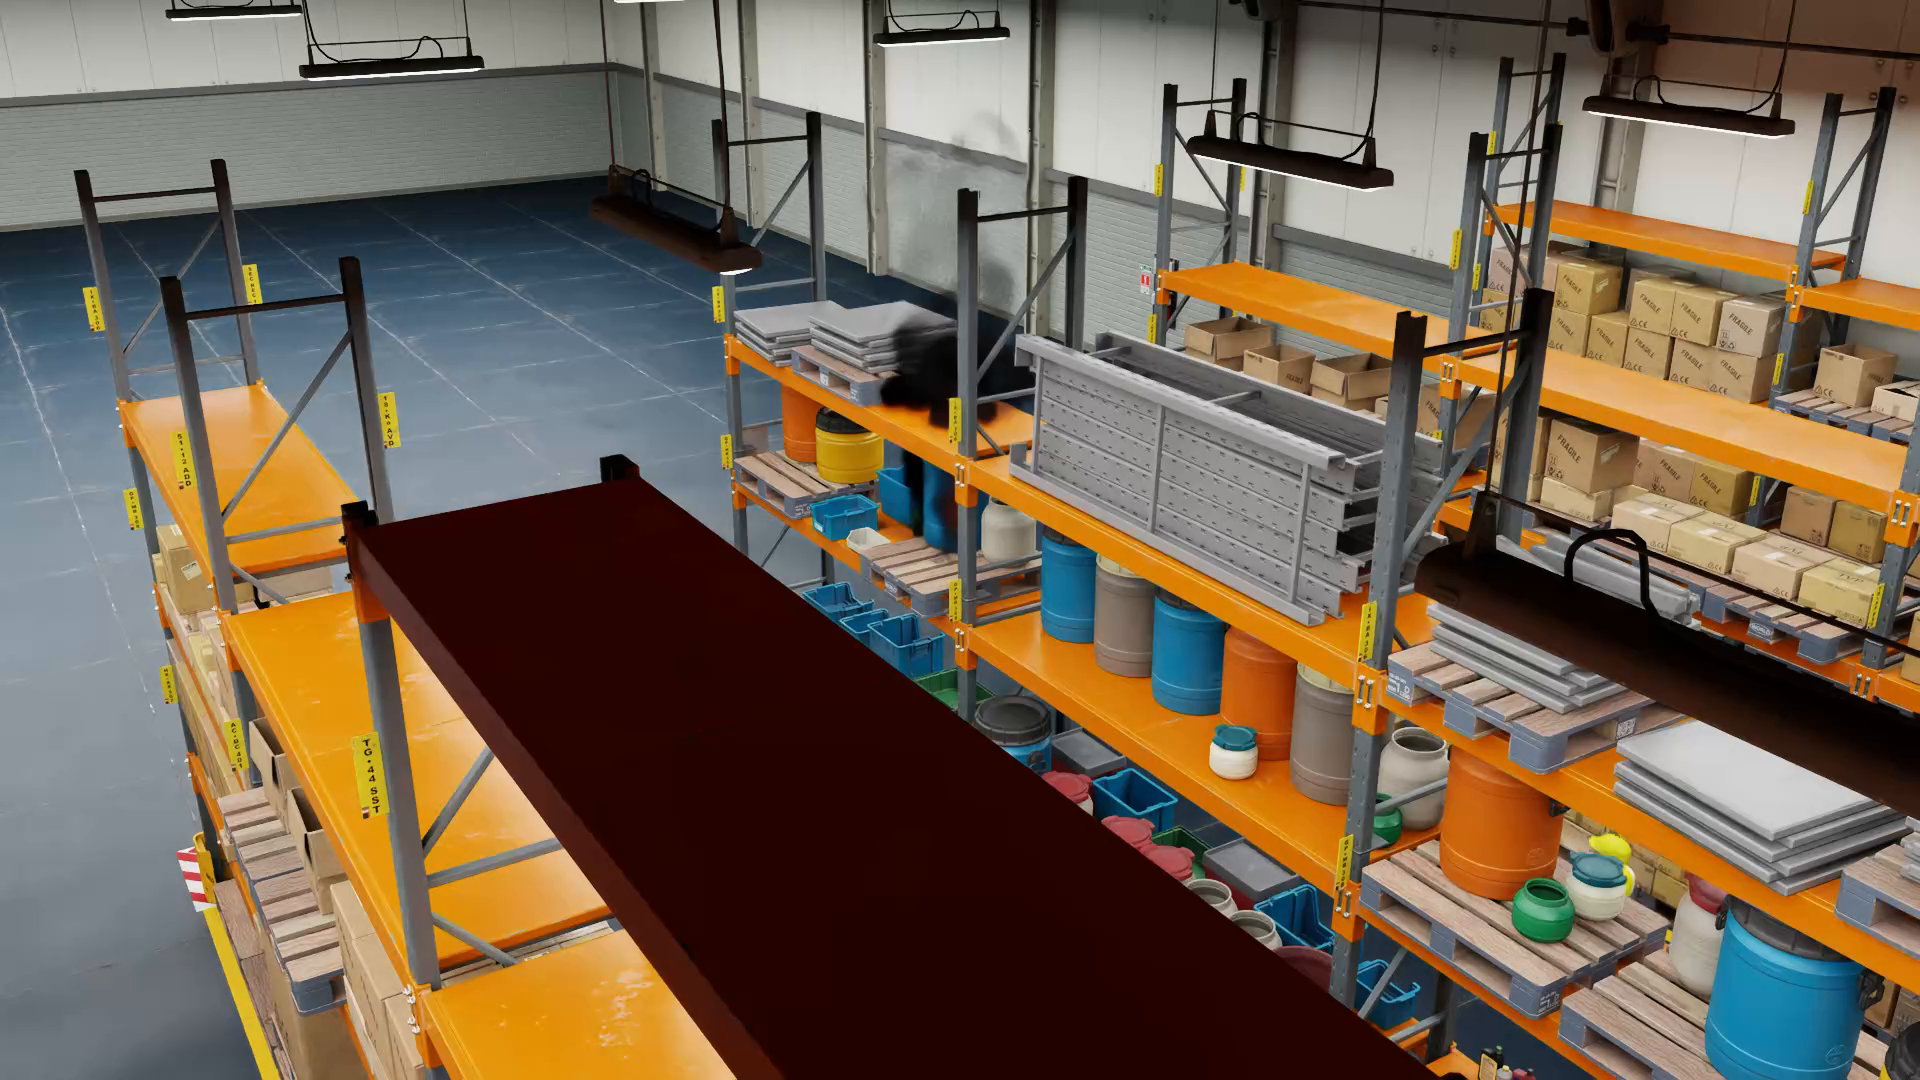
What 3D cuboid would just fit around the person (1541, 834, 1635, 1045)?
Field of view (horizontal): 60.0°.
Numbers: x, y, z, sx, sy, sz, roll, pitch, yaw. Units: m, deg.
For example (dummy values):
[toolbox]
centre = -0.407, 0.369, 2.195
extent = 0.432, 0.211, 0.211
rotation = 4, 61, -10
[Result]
[person]
centre = 4.490, 2.883, 11.849
extent = 0.666, 1.811, 0.734
rotation = -18, 28, -38
